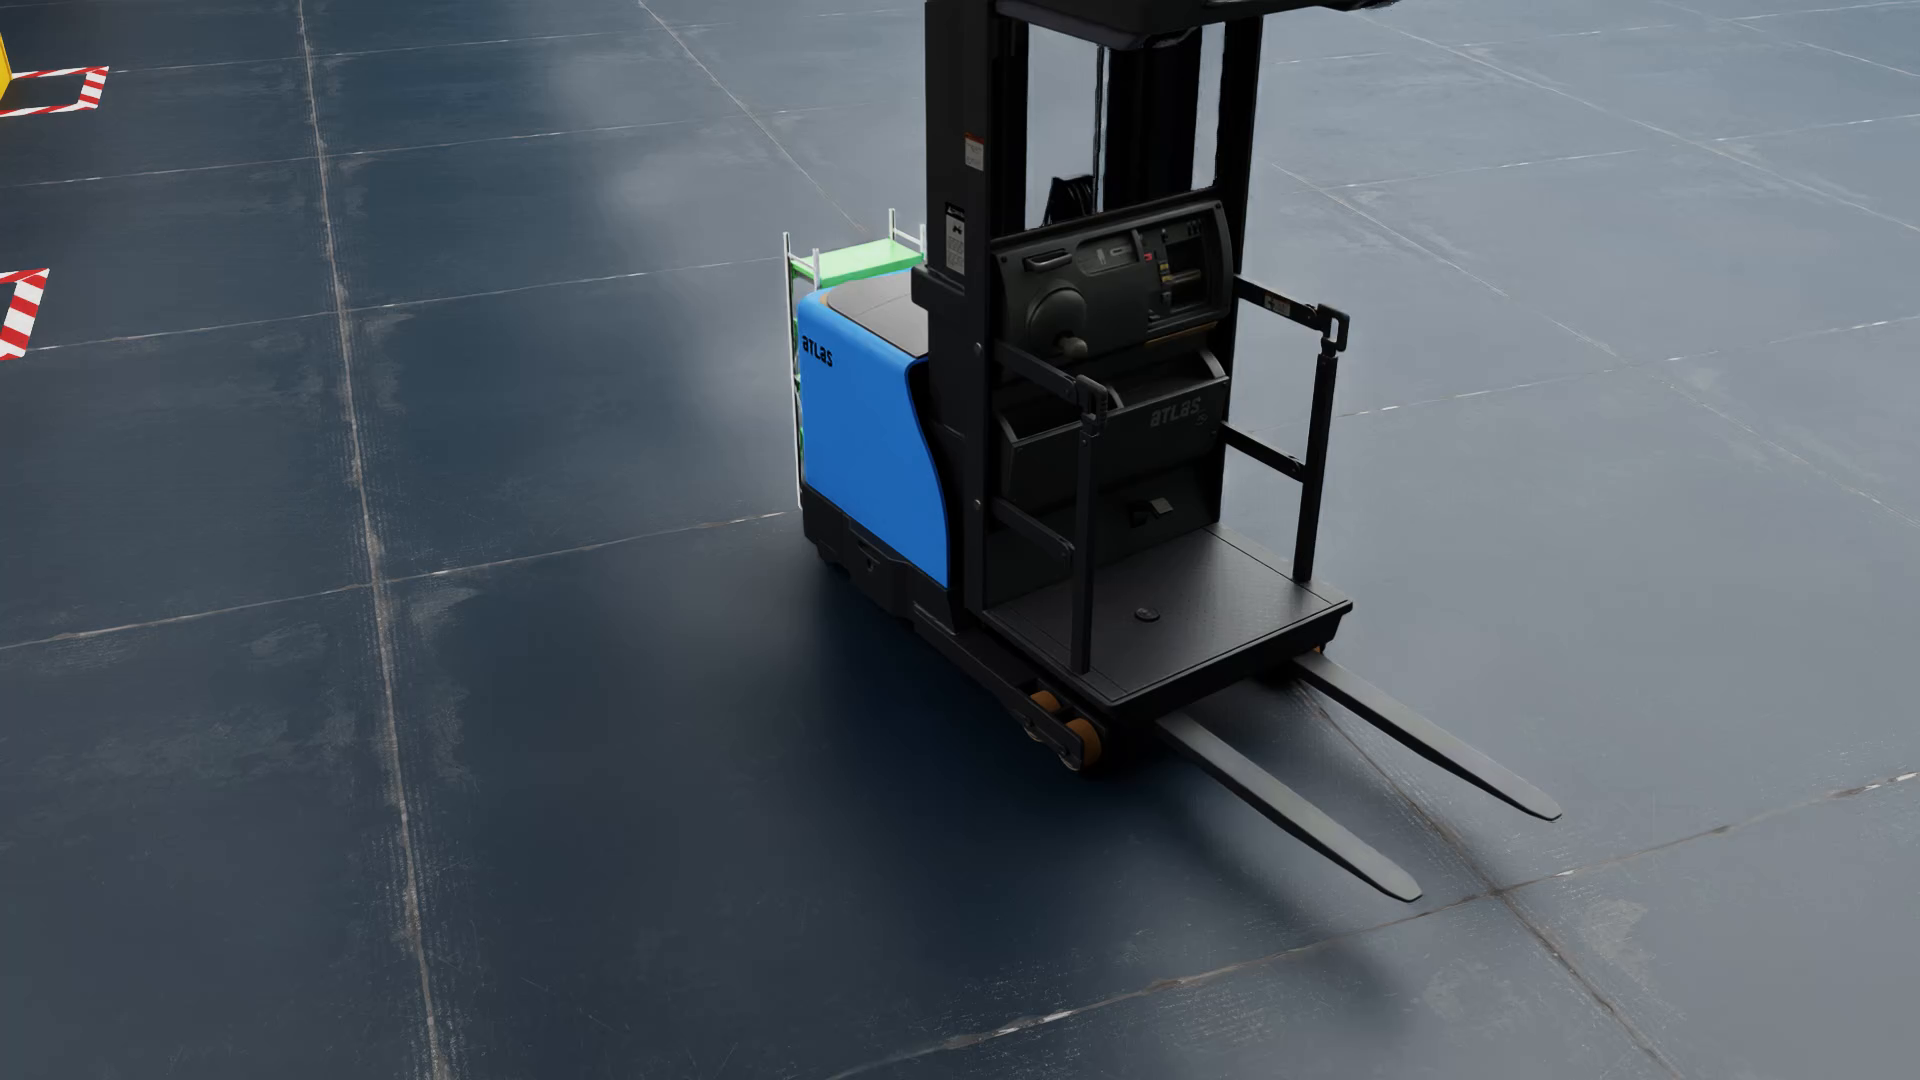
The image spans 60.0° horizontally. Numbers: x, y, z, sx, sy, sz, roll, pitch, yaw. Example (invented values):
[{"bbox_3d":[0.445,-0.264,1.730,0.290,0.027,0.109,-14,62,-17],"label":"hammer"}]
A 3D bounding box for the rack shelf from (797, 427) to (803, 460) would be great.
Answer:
[{"bbox_3d":[-0.407,-0.420,6.890,0.480,0.148,0.258,-20,35,-30],"label":"rack shelf"}]

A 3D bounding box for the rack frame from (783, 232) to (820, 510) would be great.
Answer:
[{"bbox_3d":[-0.605,-0.614,6.616,0.015,1.200,0.240,-20,35,-30],"label":"rack frame"}]

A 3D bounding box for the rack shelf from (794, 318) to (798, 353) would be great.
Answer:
[{"bbox_3d":[-0.407,-0.838,6.652,0.480,0.148,0.258,-20,35,-30],"label":"rack shelf"}]

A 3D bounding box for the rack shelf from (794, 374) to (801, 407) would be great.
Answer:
[{"bbox_3d":[-0.407,-0.629,6.771,0.480,0.148,0.258,-20,35,-30],"label":"rack shelf"}]

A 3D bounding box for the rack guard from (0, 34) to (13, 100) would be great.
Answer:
[{"bbox_3d":[-7.477,-3.599,12.563,0.348,0.500,1.175,-10,31,-18],"label":"rack guard"}]

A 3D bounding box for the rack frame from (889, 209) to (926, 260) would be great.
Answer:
[{"bbox_3d":[-0.209,-0.755,6.863,0.015,1.200,0.240,-20,35,-30],"label":"rack frame"}]

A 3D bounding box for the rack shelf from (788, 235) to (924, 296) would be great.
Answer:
[{"bbox_3d":[-0.407,-1.046,6.533,0.480,0.148,0.258,-20,35,-30],"label":"rack shelf"}]

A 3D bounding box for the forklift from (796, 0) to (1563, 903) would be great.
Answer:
[{"bbox_3d":[0.633,-0.795,5.184,1.130,2.935,3.031,-19,35,-30],"label":"forklift"}]

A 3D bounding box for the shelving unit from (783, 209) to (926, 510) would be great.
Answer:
[{"bbox_3d":[-0.407,-0.684,6.739,0.503,1.200,0.258,-20,35,-30],"label":"shelving unit"}]
